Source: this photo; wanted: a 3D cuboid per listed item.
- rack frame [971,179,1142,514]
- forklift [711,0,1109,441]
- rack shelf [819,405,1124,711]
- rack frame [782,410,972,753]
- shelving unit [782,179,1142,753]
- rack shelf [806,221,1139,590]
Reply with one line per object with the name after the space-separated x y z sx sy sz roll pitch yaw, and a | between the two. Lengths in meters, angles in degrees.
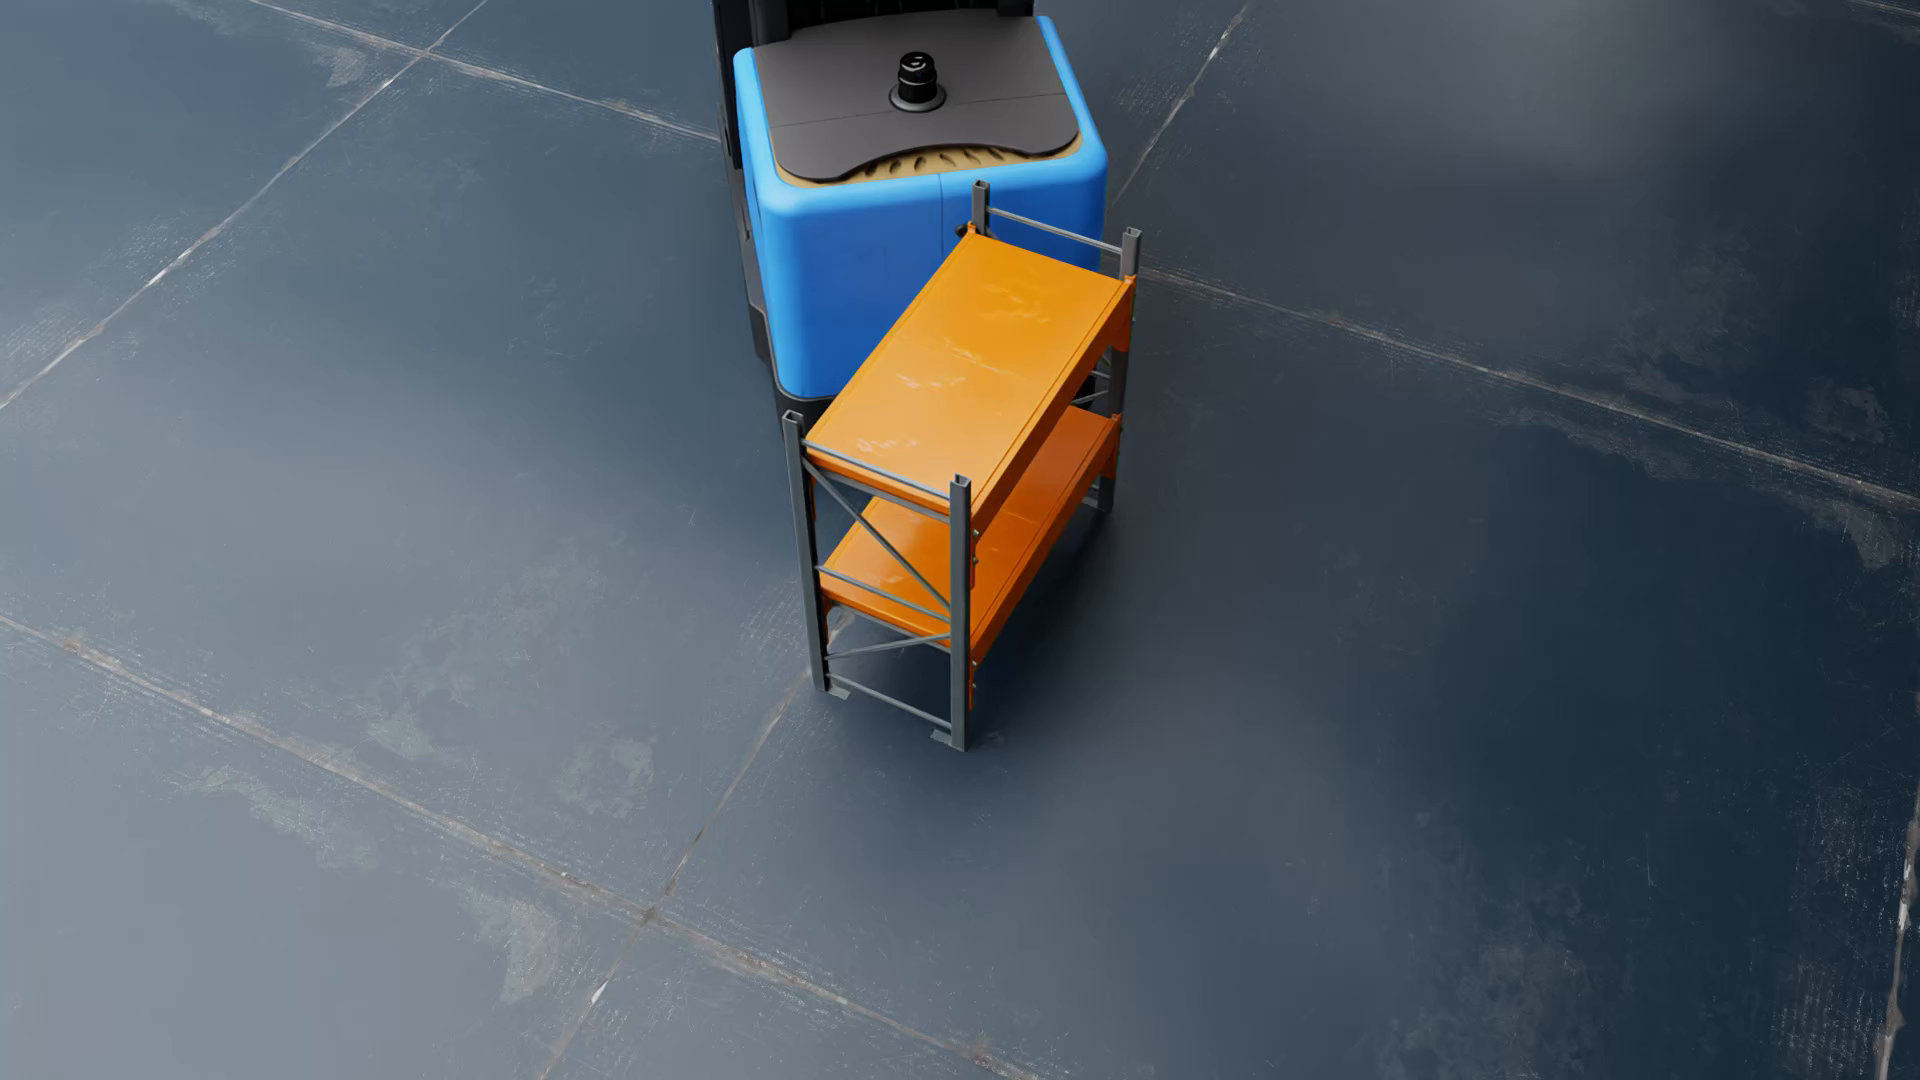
0.261 -0.545 4.975 0.500 1.125 0.032 21 53 17 | rack frame
-0.339 -2.378 5.349 1.130 2.935 3.031 -8 50 -7 | forklift
0.030 -0.042 4.868 0.538 0.278 1.000 21 53 17 | rack shelf
-0.202 0.144 4.389 0.500 1.125 0.032 21 53 17 | rack frame
0.030 -0.200 4.682 0.538 1.125 1.048 21 53 17 | shelving unit
0.030 -0.390 4.459 0.538 0.278 1.000 21 53 17 | rack shelf
